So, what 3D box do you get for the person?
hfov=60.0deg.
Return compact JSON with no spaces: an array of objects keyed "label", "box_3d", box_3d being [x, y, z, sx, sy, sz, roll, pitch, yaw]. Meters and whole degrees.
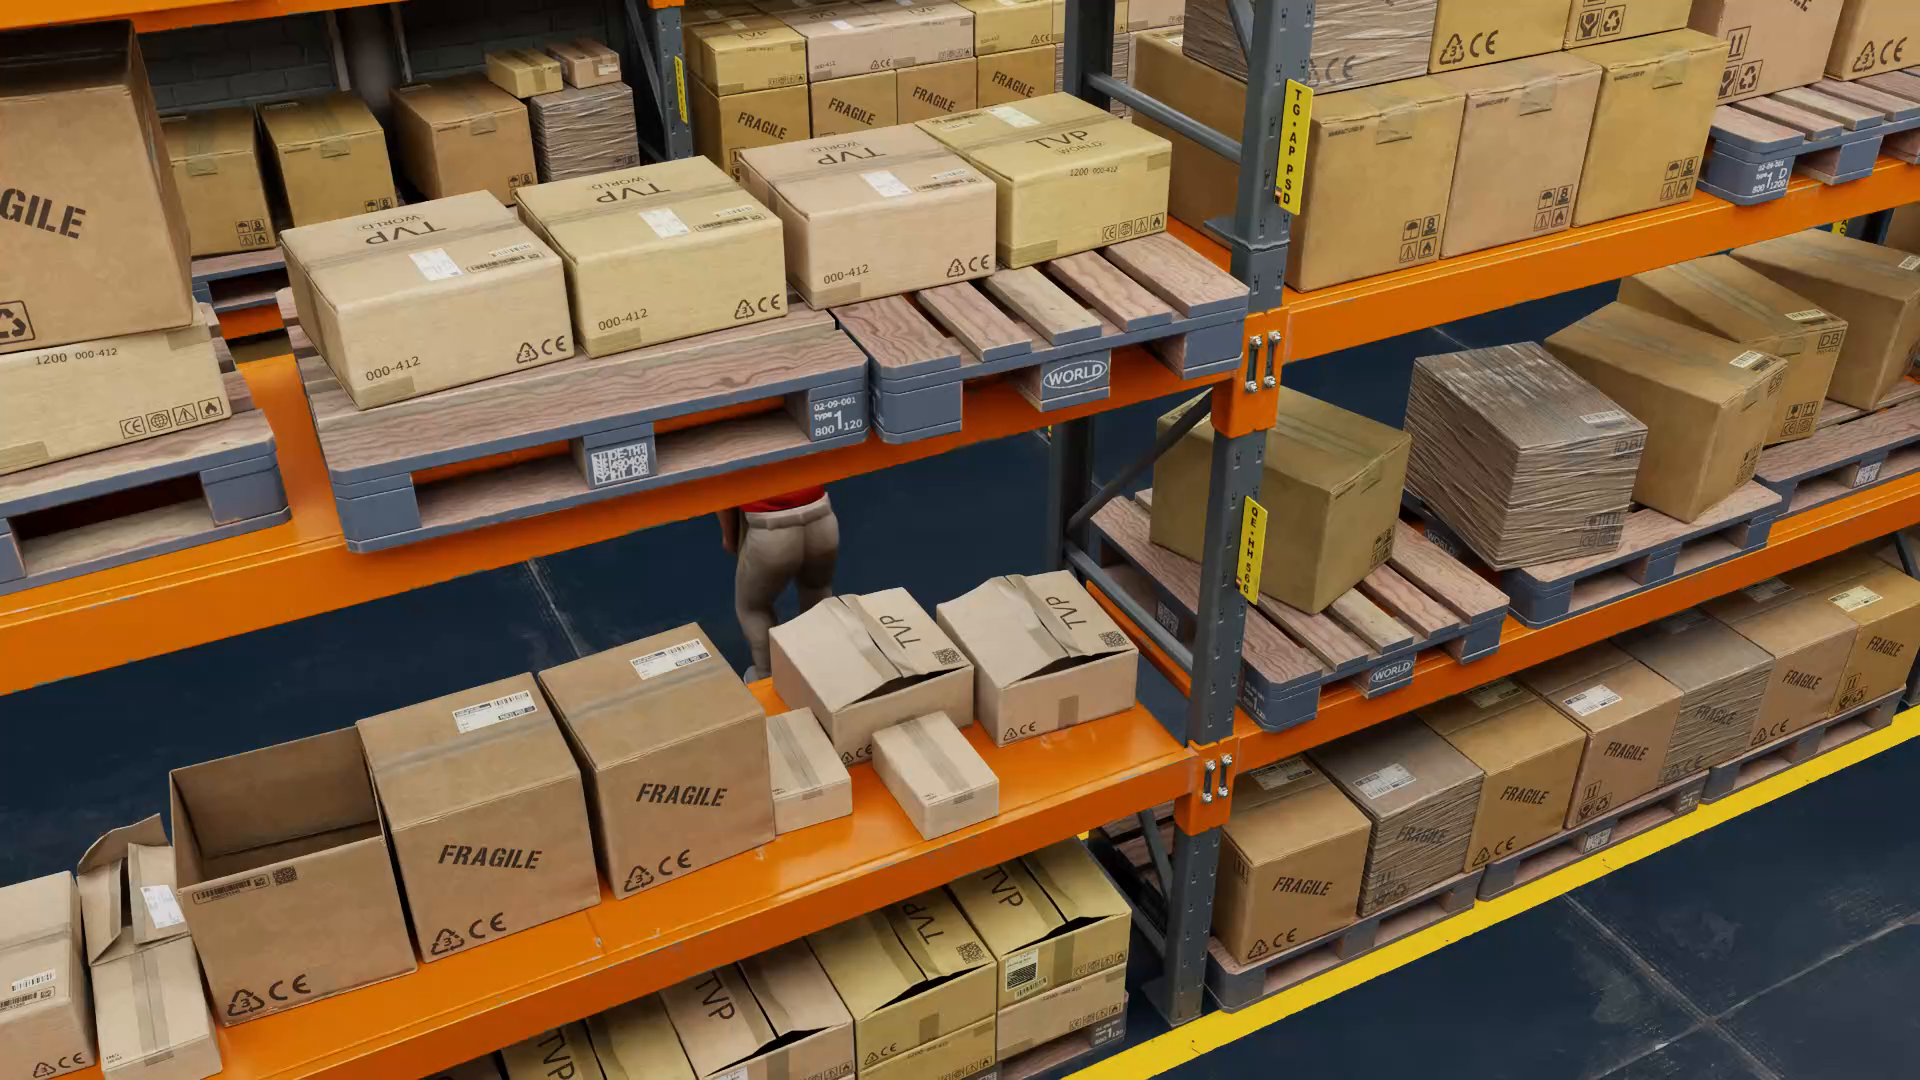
[{"label":"person","box_3d":[-0.843,-0.027,7.413,0.477,1.501,0.779,-17,37,-24]}]
